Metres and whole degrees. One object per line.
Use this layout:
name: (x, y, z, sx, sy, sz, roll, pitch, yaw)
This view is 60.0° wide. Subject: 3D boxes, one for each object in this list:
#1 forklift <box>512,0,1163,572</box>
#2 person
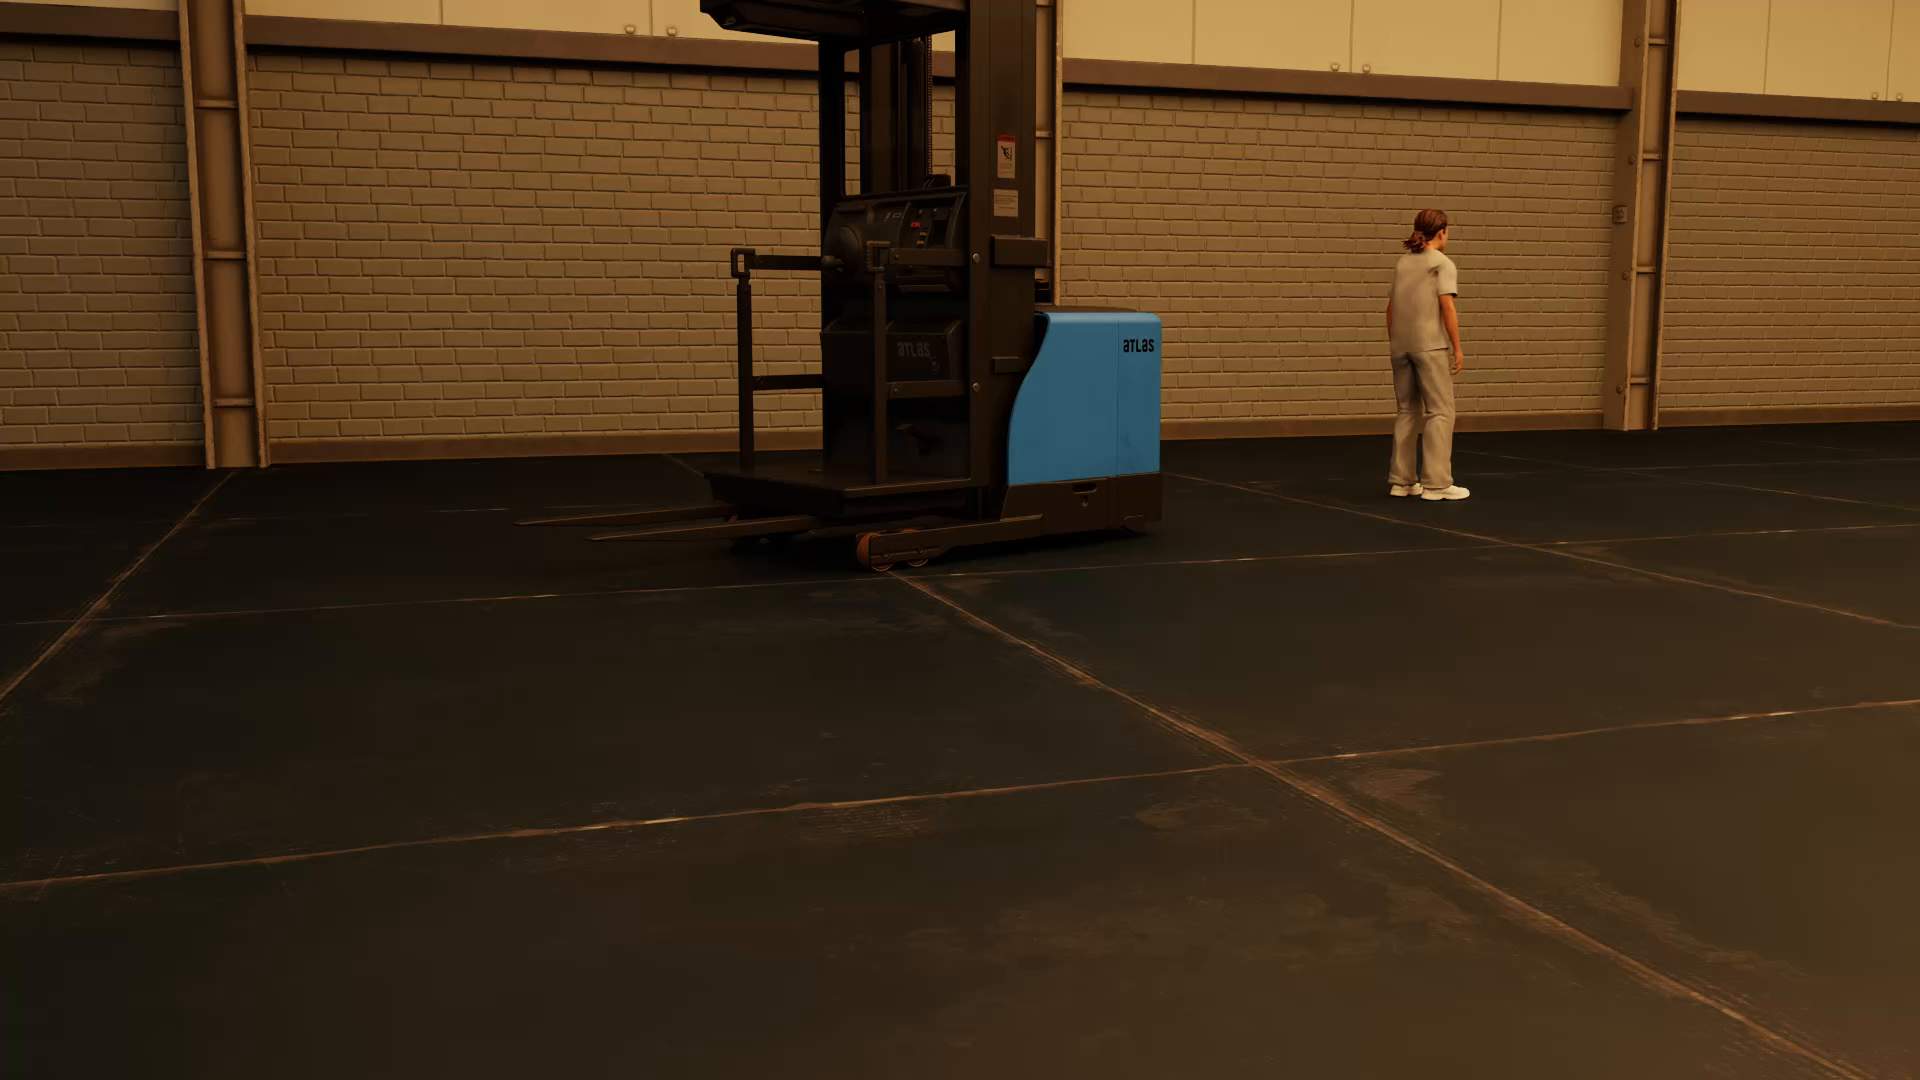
forklift: (-0.461, -1.399, 7.333, 3.031, 2.935, 1.130, -7, 10, -40)
person: (2.697, -1.081, 9.667, 0.353, 1.673, 0.504, -5, 9, -34)
